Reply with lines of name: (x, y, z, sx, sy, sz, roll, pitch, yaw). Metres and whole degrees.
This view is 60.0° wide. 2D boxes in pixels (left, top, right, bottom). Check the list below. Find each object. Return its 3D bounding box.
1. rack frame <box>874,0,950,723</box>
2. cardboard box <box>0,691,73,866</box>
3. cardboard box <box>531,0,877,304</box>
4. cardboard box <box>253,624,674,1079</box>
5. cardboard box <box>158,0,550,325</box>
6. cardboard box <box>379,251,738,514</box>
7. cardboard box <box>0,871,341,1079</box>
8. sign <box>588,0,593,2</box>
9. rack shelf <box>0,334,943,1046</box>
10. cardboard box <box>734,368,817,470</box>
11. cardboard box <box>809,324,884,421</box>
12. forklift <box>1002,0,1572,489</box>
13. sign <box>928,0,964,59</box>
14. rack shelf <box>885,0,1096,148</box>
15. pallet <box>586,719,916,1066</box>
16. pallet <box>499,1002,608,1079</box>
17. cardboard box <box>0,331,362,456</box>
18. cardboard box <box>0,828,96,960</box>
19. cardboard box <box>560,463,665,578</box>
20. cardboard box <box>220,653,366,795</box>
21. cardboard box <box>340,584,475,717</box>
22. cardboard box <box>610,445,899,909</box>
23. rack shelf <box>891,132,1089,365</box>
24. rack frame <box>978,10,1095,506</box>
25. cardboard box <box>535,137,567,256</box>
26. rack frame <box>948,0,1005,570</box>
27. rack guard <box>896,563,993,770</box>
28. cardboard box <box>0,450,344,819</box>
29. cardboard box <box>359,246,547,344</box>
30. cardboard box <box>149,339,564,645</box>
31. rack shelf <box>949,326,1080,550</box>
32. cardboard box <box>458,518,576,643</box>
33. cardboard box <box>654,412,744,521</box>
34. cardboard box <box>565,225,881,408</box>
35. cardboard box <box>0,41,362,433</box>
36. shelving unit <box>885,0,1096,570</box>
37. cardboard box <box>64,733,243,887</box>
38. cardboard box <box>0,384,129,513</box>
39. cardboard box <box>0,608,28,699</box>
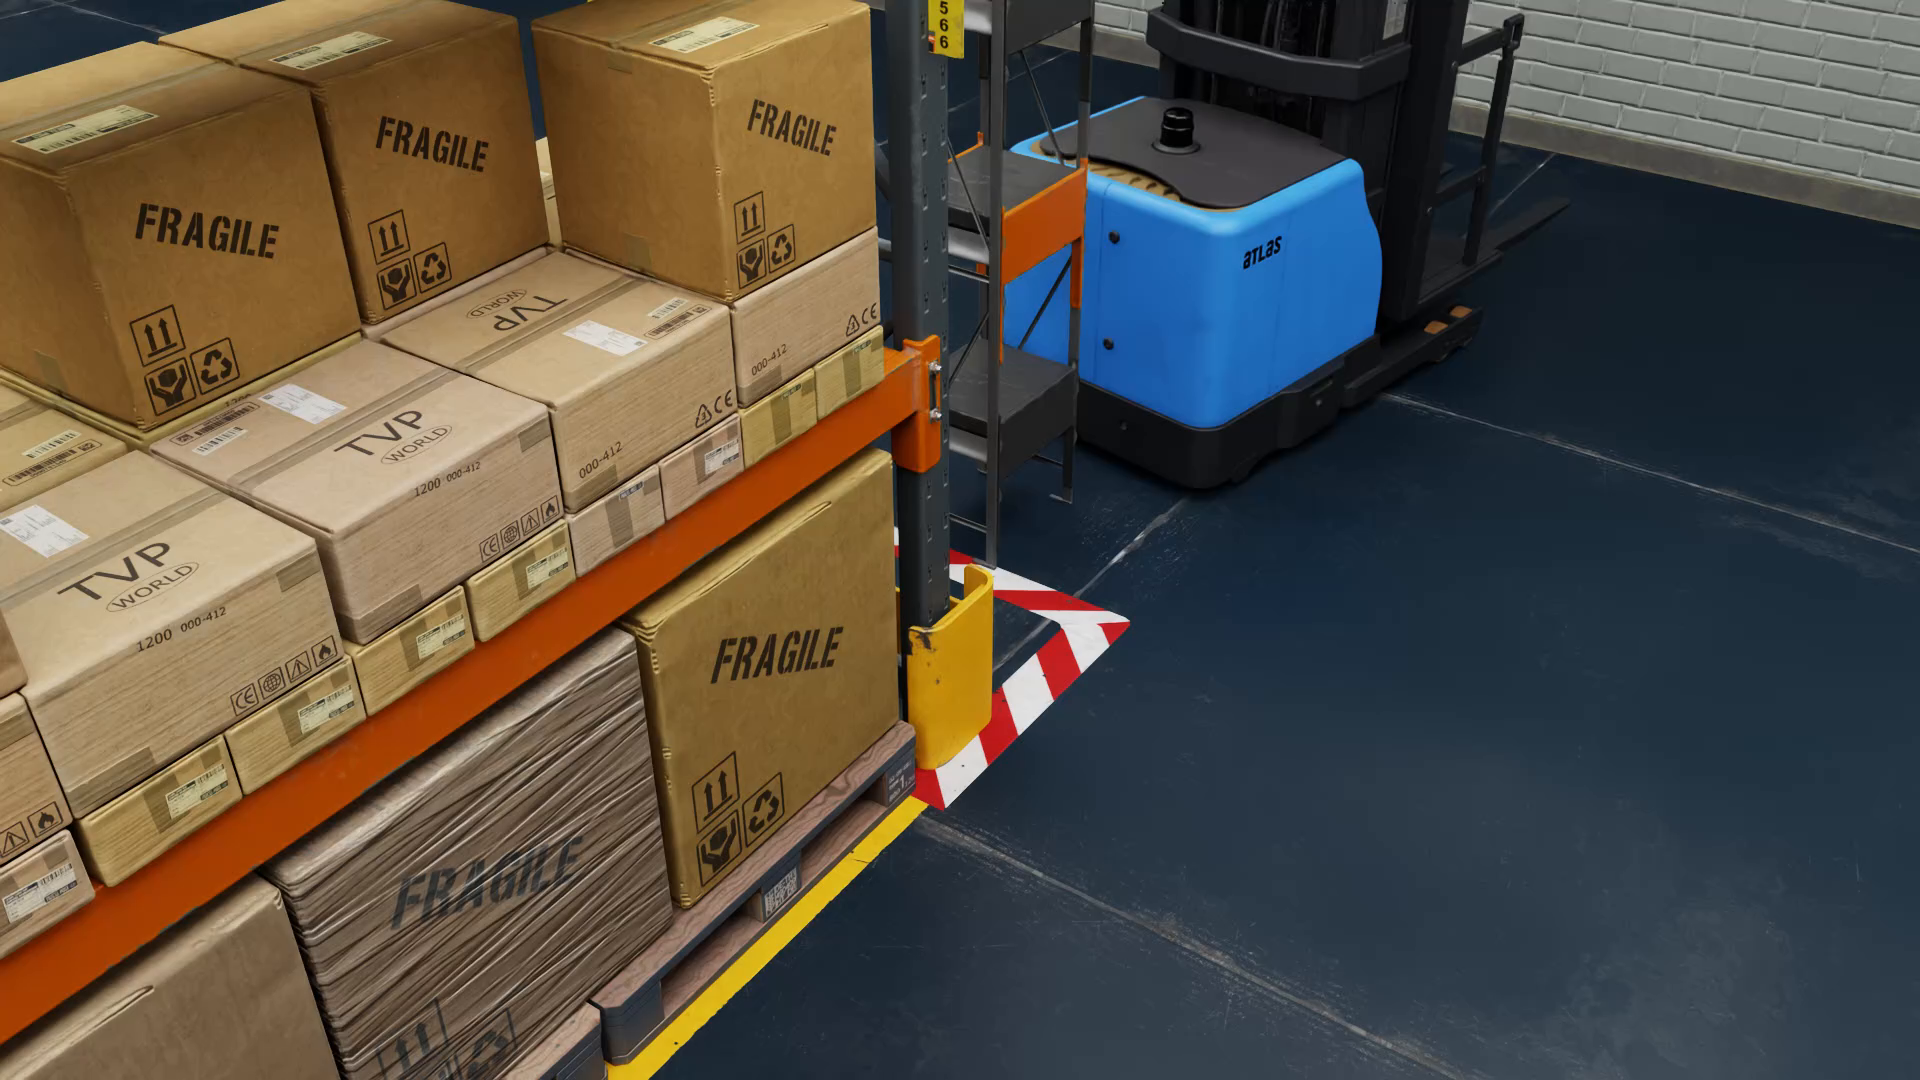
rack frame: (-0.472, -0.823, 4.289, 1.000, 3.000, 0.127, 21, 39, 28)
cardboard box: (-1.691, 0.357, 2.413, 0.500, 0.250, 0.500, 22, 40, 29)
cardboard box: (-0.533, -0.886, 3.582, 0.500, 0.500, 0.500, 22, 40, 29)
cardboard box: (-1.290, 0.622, 3.674, 0.875, 0.875, 0.875, 21, 39, 28)
cardboard box: (-1.252, -0.830, 3.498, 0.500, 0.500, 0.500, 20, 39, 27)
cardboard box: (-0.820, -0.343, 3.448, 0.500, 0.250, 0.500, 21, 39, 27)
cardboard box: (-1.797, 1.032, 3.068, 0.875, 0.875, 0.875, 21, 39, 28)
sign: (-0.924, -1.394, 4.290, 0.100, 0.325, 0.005, 21, 39, 28)
rack shelf: (-1.612, 0.396, 3.129, 1.077, 0.370, 4.000, 21, 39, 28)
cardboard box: (-0.551, -0.329, 3.784, 0.380, 0.149, 0.250, 22, 40, 29)
cardboard box: (-0.404, -0.450, 3.961, 0.380, 0.149, 0.250, 22, 40, 29)
forklift: (1.532, -2.124, 6.275, 1.130, 2.935, 3.031, 29, 43, 35)
sign: (-0.034, -1.221, 3.632, 0.100, 0.325, 0.005, 21, 39, 28)
rack shelf: (0.095, -1.515, 4.890, 0.431, 0.518, 0.480, 21, 39, 28)
pallet: (-0.863, 0.725, 4.489, 1.003, 0.211, 1.213, 21, 39, 28)
pallet: (-1.559, 1.285, 3.662, 1.003, 0.211, 1.213, 21, 39, 28)
cardboard box: (-1.547, -0.278, 3.351, 0.500, 0.250, 0.500, 20, 39, 27)
cardboard box: (-1.572, 0.496, 2.564, 0.380, 0.149, 0.250, 22, 40, 29)
cardboard box: (-0.839, -0.099, 3.443, 0.380, 0.149, 0.250, 22, 40, 29)
cardboard box: (-1.276, 0.254, 2.921, 0.380, 0.149, 0.250, 22, 40, 29)
cardboard box: (-1.133, 0.140, 3.089, 0.380, 0.149, 0.250, 21, 40, 28)
cardboard box: (-0.771, 0.204, 4.293, 0.875, 0.875, 0.875, 21, 39, 28)
rack shelf: (0.095, -0.935, 5.282, 0.431, 0.518, 0.480, 21, 39, 28)
rack frame: (0.234, -1.058, 5.441, 0.400, 2.100, 0.015, 21, 39, 28)
cardboard box: (-0.967, -0.749, 4.048, 0.500, 0.250, 0.500, 20, 39, 27)
rack frame: (-0.045, -0.834, 5.108, 0.400, 2.100, 0.015, 21, 39, 28)
rack guard: (-0.458, 0.202, 5.005, 1.175, 0.500, 0.348, 21, 39, 28)
cardboard box: (-1.403, 0.133, 2.745, 0.500, 0.250, 0.500, 21, 40, 28)
cardboard box: (-1.258, -0.508, 3.692, 0.500, 0.250, 0.500, 21, 39, 28)
cardboard box: (-1.110, -0.108, 3.101, 0.500, 0.250, 0.500, 20, 39, 27)
rack shelf: (0.094, -0.355, 5.674, 0.431, 0.518, 0.480, 21, 39, 28)
cardboard box: (-0.985, 0.021, 3.266, 0.380, 0.149, 0.250, 20, 39, 27)
cardboard box: (-0.696, -0.214, 3.613, 0.380, 0.149, 0.250, 21, 40, 28)
cardboard box: (-0.530, -0.576, 3.792, 0.500, 0.250, 0.500, 21, 39, 27)
cardboard box: (-1.543, -0.589, 3.143, 0.500, 0.500, 0.500, 20, 39, 27)
shelving unit: (0.095, -0.946, 5.275, 0.431, 2.100, 0.503, 21, 39, 28)
cardboard box: (-1.423, 0.374, 2.743, 0.380, 0.149, 0.250, 20, 39, 27)
cardboard box: (-1.841, -0.036, 2.994, 0.500, 0.250, 0.500, 20, 39, 27)
cardboard box: (-1.689, 0.043, 2.208, 0.500, 0.500, 0.500, 20, 39, 27)
